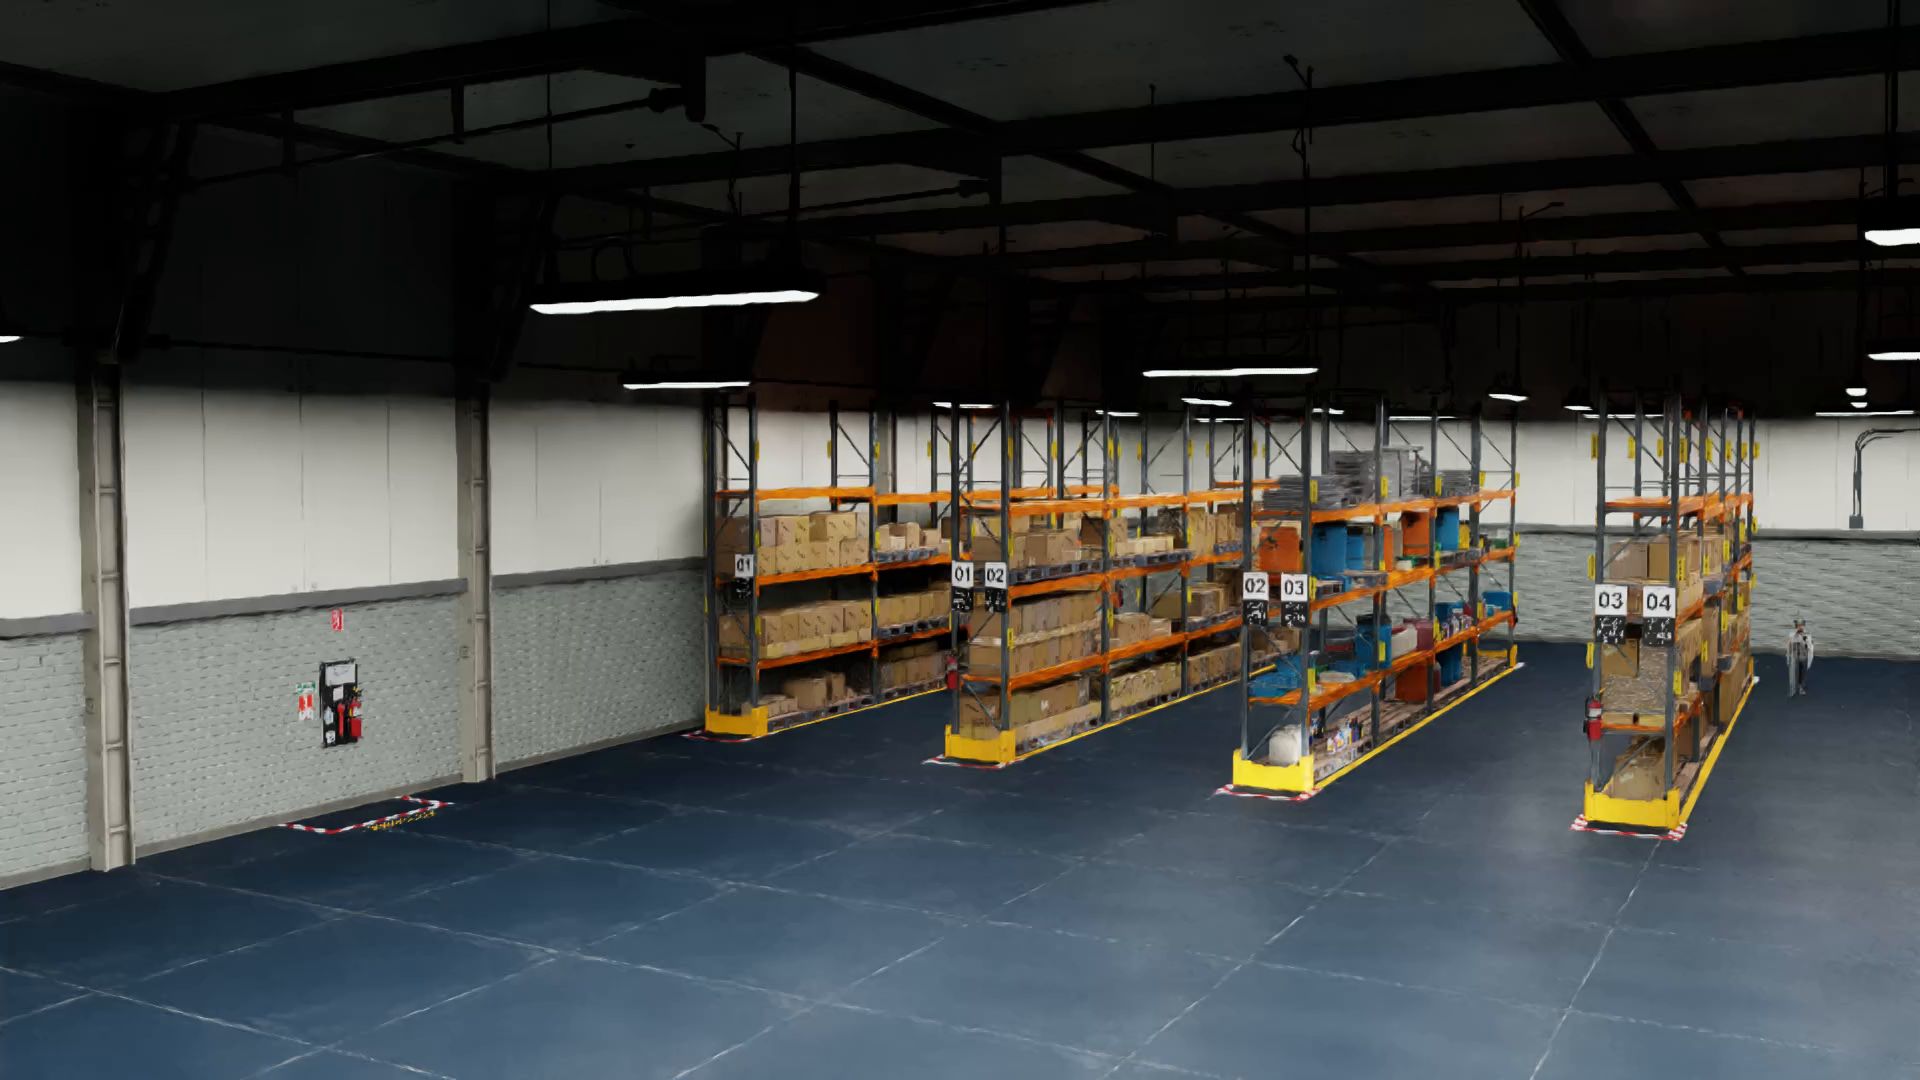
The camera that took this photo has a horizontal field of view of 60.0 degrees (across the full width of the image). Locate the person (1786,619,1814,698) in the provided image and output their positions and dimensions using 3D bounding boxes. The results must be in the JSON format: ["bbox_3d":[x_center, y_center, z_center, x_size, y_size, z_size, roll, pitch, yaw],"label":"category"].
[{"bbox_3d":[16.992,2.370,33.640,0.488,1.590,1.089,2,3,26],"label":"person"}]
